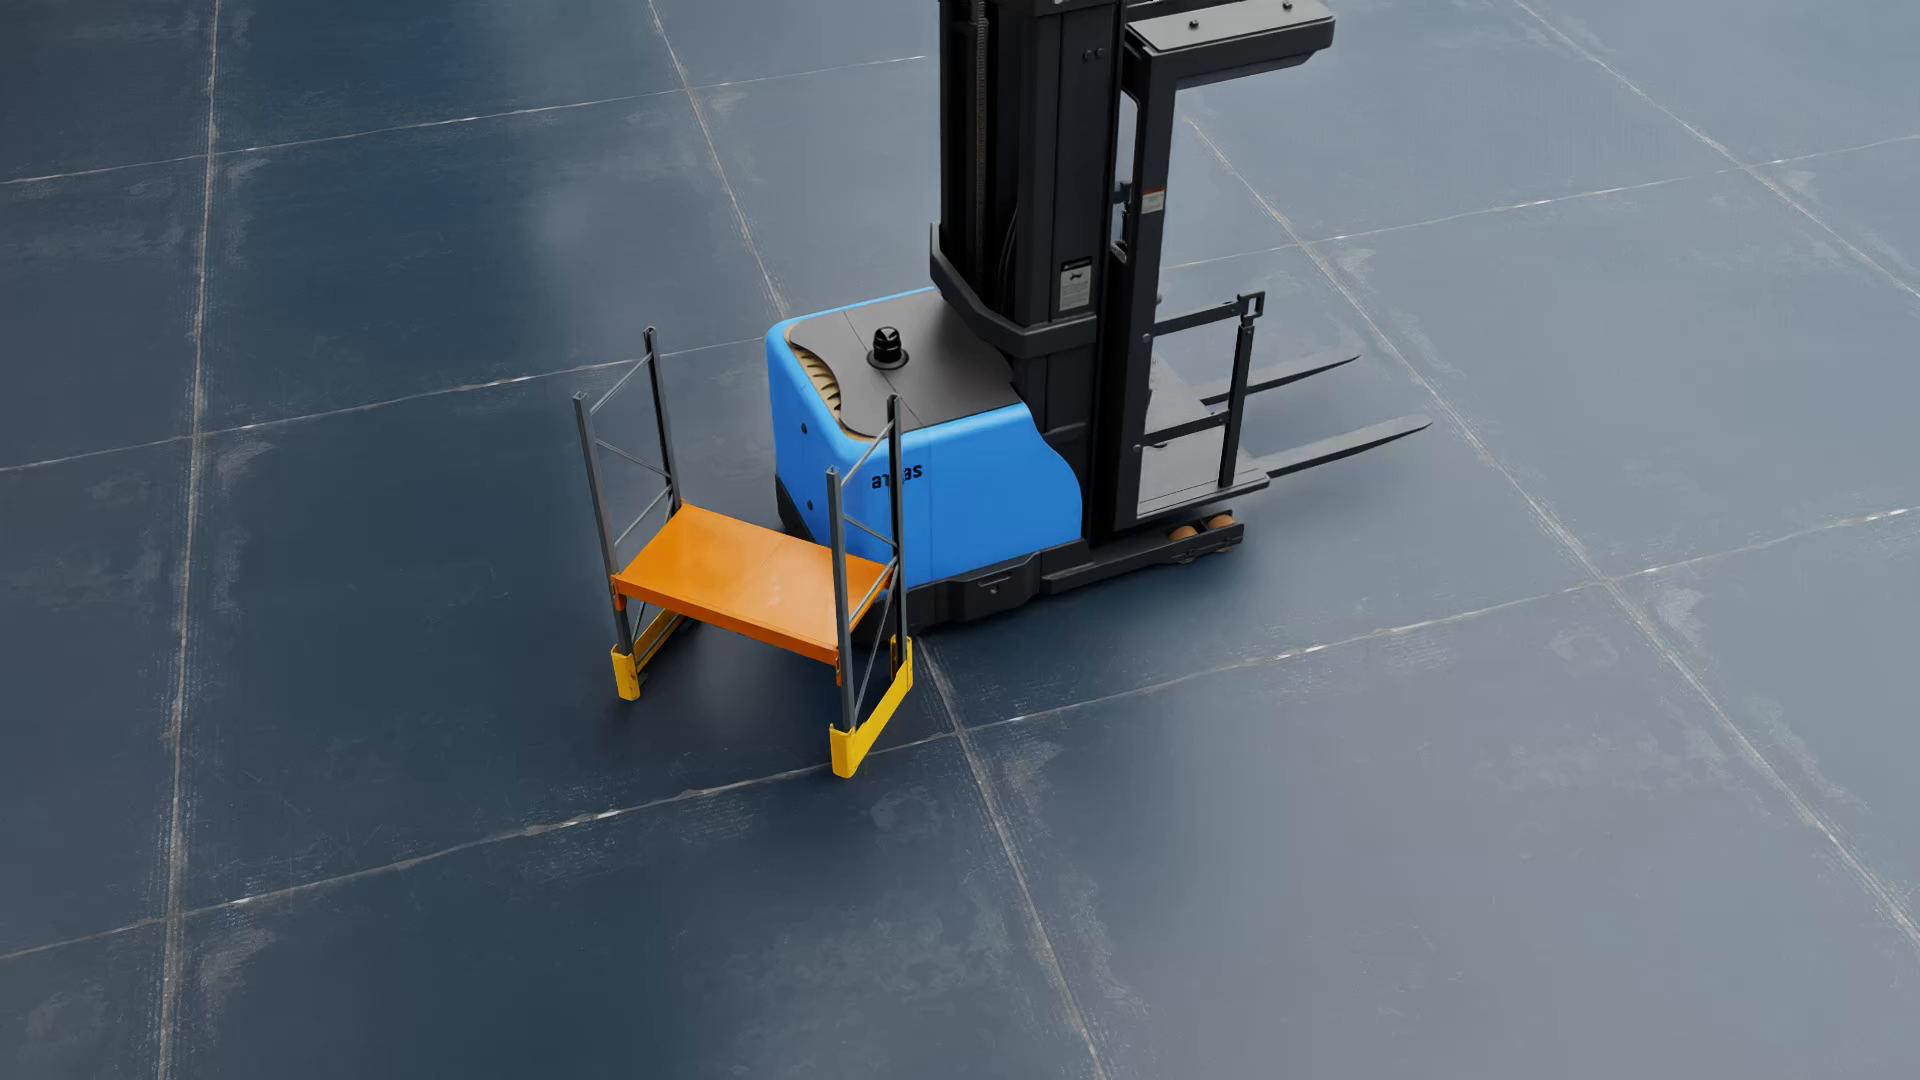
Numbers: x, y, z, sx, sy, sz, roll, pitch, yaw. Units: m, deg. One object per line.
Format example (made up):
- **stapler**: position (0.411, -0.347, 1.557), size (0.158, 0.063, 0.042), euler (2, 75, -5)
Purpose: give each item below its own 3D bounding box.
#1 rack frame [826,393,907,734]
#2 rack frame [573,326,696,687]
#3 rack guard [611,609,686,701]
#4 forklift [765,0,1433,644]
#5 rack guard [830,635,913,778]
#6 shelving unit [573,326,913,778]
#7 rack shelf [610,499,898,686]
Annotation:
- **rack frame**: position (-0.331, 0.194, 6.238), size (0.032, 1.500, 0.500), euler (17, 44, 18)
- **rack frame**: position (-1.256, -0.085, 6.557), size (0.032, 1.500, 0.500), euler (17, 44, 18)
- **rack guard**: position (-1.255, 0.386, 6.968), size (0.087, 0.250, 0.587), euler (17, 44, 18)
- **forklift**: position (0.730, -1.303, 6.863), size (3.031, 2.935, 1.130), euler (-16, 44, -17)
- **rack guard**: position (-0.349, 0.659, 6.655), size (0.087, 0.250, 0.587), euler (17, 44, 18)
- **shelving unit**: position (-0.802, 0.052, 6.400), size (1.083, 1.500, 0.587), euler (17, 44, 18)
- **rack shelf**: position (-0.794, 0.190, 6.516), size (1.000, 0.185, 0.538), euler (17, 44, 18)
